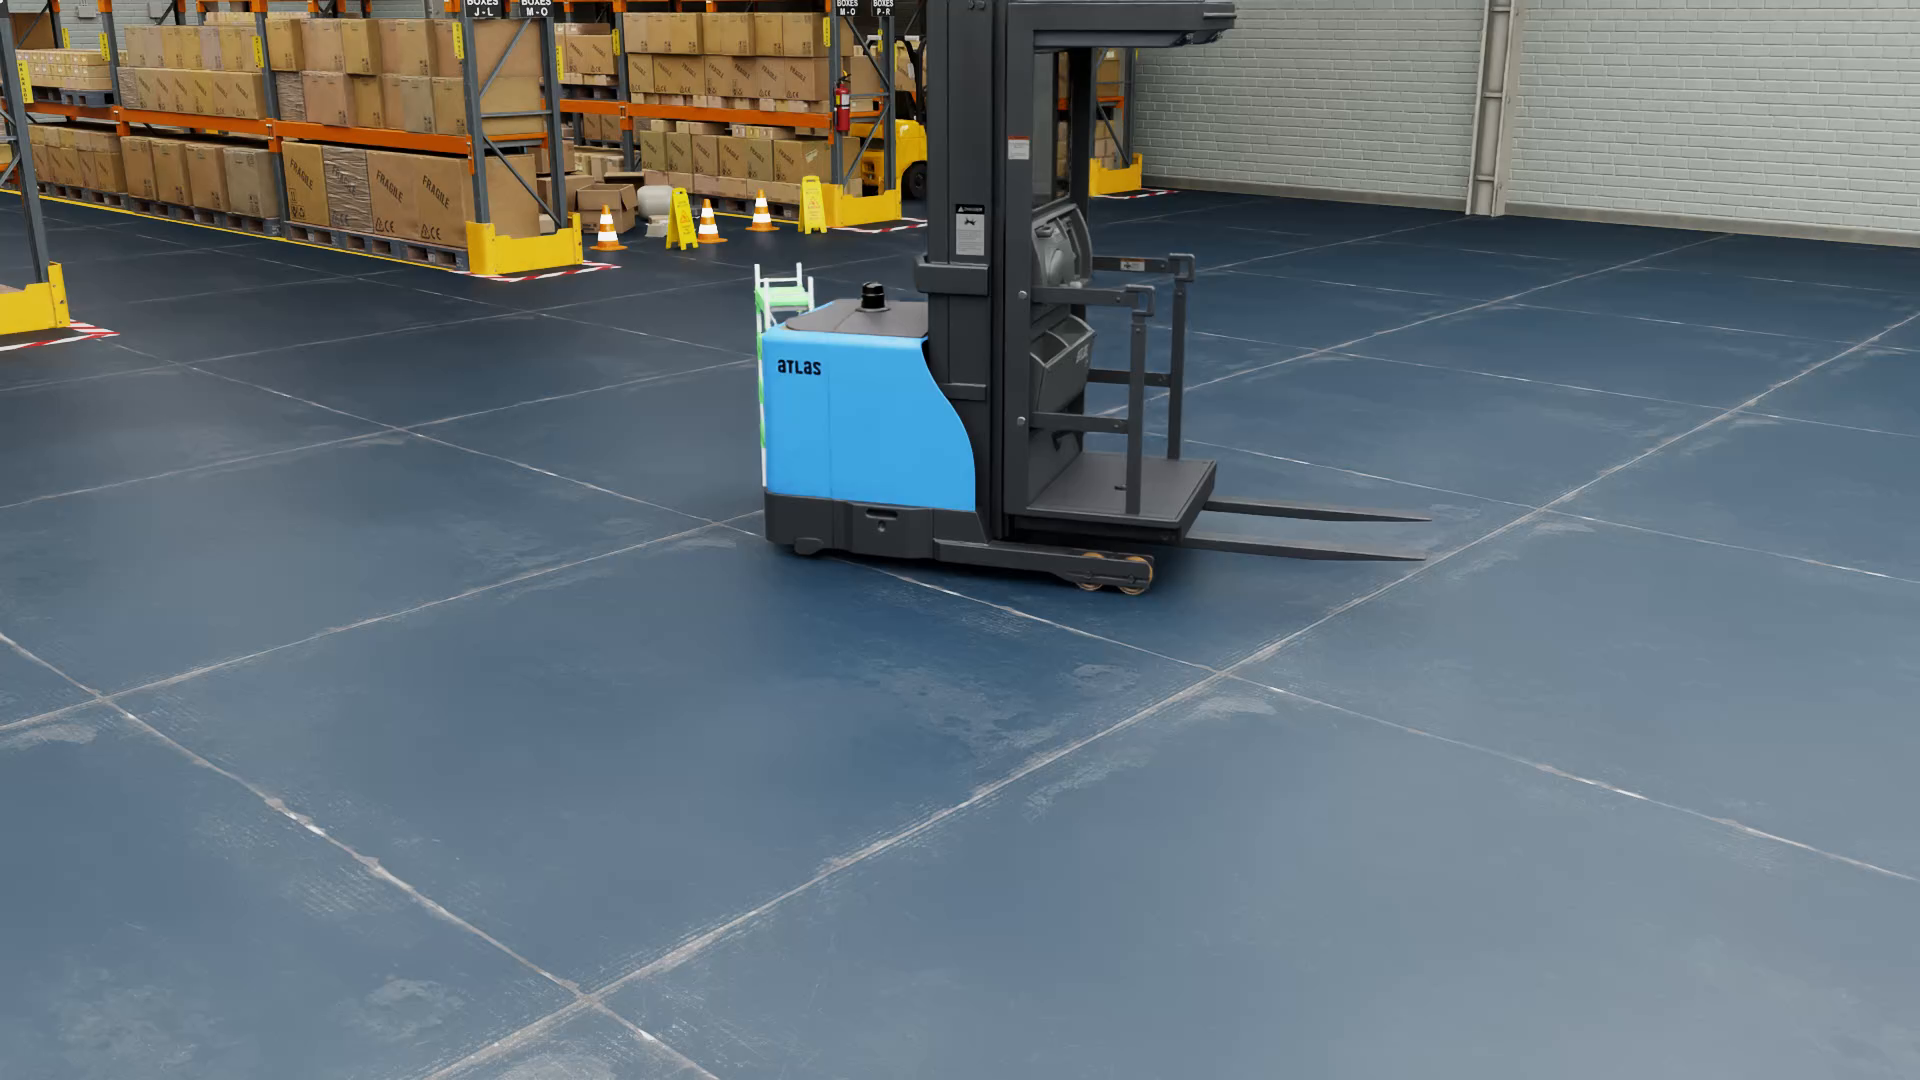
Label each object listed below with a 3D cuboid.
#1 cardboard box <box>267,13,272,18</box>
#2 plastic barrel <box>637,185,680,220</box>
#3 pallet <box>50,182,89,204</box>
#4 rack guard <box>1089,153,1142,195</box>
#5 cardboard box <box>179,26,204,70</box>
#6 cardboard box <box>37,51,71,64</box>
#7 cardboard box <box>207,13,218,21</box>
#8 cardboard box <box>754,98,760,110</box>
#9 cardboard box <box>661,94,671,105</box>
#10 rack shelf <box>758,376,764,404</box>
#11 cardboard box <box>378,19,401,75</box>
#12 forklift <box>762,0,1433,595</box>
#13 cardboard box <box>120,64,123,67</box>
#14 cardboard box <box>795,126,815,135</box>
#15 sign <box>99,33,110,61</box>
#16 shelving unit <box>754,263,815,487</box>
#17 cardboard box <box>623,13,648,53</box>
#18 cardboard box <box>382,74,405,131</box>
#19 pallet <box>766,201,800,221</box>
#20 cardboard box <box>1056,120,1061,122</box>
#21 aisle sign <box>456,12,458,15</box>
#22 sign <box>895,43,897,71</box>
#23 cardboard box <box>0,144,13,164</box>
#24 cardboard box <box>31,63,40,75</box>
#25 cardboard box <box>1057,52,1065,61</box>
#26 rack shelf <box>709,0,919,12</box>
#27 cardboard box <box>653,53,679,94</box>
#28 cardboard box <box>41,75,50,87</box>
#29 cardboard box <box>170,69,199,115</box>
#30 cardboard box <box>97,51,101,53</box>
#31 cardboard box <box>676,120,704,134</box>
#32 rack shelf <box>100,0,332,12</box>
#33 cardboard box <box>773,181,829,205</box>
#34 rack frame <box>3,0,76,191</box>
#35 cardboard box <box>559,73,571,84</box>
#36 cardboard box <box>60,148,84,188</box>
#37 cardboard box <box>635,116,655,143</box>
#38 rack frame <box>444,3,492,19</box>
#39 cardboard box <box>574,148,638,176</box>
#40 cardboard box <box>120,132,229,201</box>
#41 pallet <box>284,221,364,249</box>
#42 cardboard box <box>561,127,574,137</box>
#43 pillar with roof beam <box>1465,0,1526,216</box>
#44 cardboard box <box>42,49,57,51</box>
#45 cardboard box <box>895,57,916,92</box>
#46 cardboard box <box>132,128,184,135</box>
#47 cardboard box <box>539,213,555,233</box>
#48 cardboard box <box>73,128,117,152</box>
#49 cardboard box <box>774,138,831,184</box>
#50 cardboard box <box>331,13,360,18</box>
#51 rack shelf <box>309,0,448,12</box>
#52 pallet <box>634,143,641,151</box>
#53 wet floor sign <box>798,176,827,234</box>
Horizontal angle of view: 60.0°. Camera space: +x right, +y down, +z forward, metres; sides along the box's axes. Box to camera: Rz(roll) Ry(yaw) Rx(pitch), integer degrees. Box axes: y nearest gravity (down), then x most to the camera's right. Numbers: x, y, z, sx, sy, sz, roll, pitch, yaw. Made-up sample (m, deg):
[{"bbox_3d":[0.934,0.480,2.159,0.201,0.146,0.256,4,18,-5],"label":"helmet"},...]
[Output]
[{"bbox_3d":[-11.495,-8.823,28.062,0.250,0.149,0.380,14,23,38],"label":"cardboard box"},{"bbox_3d":[-3.714,-4.163,20.530,0.512,0.421,0.421,-3,18,-8],"label":"plastic barrel"},{"bbox_3d":[-11.849,-4.858,23.070,1.213,0.211,1.003,15,23,39],"label":"pallet"},{"bbox_3d":[2.146,-5.246,23.817,0.348,0.500,1.175,15,23,39],"label":"rack guard"},{"bbox_3d":[-8.881,-5.910,19.959,0.500,0.500,0.700,15,23,39],"label":"cardboard box"},{"bbox_3d":[-11.994,-6.404,22.069,0.250,0.149,0.380,17,24,42],"label":"cardboard box"},{"bbox_3d":[-13.049,-9.231,29.349,0.250,0.149,0.380,16,23,40],"label":"cardboard box"},{"bbox_3d":[-2.337,-5.436,20.697,0.250,0.149,0.380,15,23,40],"label":"cardboard box"},{"bbox_3d":[-3.691,-5.781,21.784,0.250,0.149,0.380,15,23,39],"label":"cardboard box"},{"bbox_3d":[-0.901,-0.738,8.665,0.258,0.148,0.480,-4,18,-11],"label":"rack shelf"},{"bbox_3d":[-5.427,-5.081,17.130,0.550,0.550,0.875,15,23,39],"label":"cardboard box"},{"bbox_3d":[0.651,-1.336,7.475,3.031,2.935,1.130,5,18,16],"label":"forklift"},{"bbox_3d":[-10.992,-6.256,22.096,0.250,0.149,0.380,14,22,38],"label":"cardboard box"},{"bbox_3d":[-2.400,-6.724,27.573,0.625,0.625,0.875,14,22,37],"label":"cardboard box"},{"bbox_3d":[-10.711,-6.174,20.825,0.005,0.325,0.100,15,23,39],"label":"sign"},{"bbox_3d":[-0.901,-0.799,8.646,0.258,1.200,0.503,-4,18,-11],"label":"shelving unit"},{"bbox_3d":[-3.970,-6.651,21.799,0.500,0.500,0.700,15,23,39],"label":"cardboard box"},{"bbox_3d":[-5.443,-4.561,17.276,0.550,0.550,0.875,15,23,39],"label":"cardboard box"},{"bbox_3d":[-1.805,-4.176,20.922,1.213,0.211,1.003,15,23,39],"label":"pallet"},{"bbox_3d":[1.191,-5.932,24.043,0.500,0.250,0.500,16,23,40],"label":"cardboard box"},{"bbox_3d":[-10.085,-10.842,33.017,0.004,0.787,0.394,15,23,39],"label":"aisle sign"},{"bbox_3d":[-0.804,-5.854,20.169,0.005,0.325,0.100,15,23,39],"label":"sign"},{"bbox_3d":[-7.797,-3.068,13.236,0.250,0.149,0.380,15,23,39],"label":"cardboard box"},{"bbox_3d":[-12.189,-6.314,22.276,0.250,0.149,0.380,14,23,38],"label":"cardboard box"},{"bbox_3d":[1.472,-6.850,23.501,0.250,0.149,0.380,16,23,40],"label":"cardboard box"},{"bbox_3d":[-2.360,-8.734,26.905,4.000,0.370,1.077,15,23,39],"label":"rack shelf"},{"bbox_3d":[-3.621,-6.065,21.605,0.500,0.500,0.500,15,23,39],"label":"cardboard box"},{"bbox_3d":[-11.987,-6.119,22.155,0.250,0.149,0.380,16,24,41],"label":"cardboard box"},{"bbox_3d":[-9.071,-5.378,19.934,0.500,0.500,0.500,15,23,39],"label":"cardboard box"},{"bbox_3d":[-11.359,-6.496,22.360,0.250,0.149,0.380,16,24,42],"label":"cardboard box"},{"bbox_3d":[-3.454,-5.357,21.573,0.250,0.149,0.380,16,24,41],"label":"cardboard box"},{"bbox_3d":[-8.862,-6.470,19.771,4.000,0.370,1.077,15,23,39],"label":"rack shelf"},{"bbox_3d":[-1.965,-4.315,20.600,0.500,0.250,0.500,15,23,39],"label":"cardboard box"},{"bbox_3d":[-13.349,-6.588,23.912,0.127,3.000,1.000,15,23,39],"label":"rack frame"},{"bbox_3d":[-5.319,-6.394,23.022,0.250,0.149,0.380,15,23,40],"label":"cardboard box"},{"bbox_3d":[-11.815,-5.074,22.580,0.500,0.500,0.500,14,22,37],"label":"cardboard box"},{"bbox_3d":[-5.476,-7.401,29.912,0.500,0.500,0.500,14,22,37],"label":"cardboard box"},{"bbox_3d":[-9.839,-9.655,33.576,0.127,3.000,1.000,15,23,39],"label":"rack frame"},{"bbox_3d":[-5.090,-5.318,23.560,0.950,0.372,0.625,-17,24,-42],"label":"cardboard box"},{"bbox_3d":[-9.962,-4.770,21.209,0.750,0.750,1.050,15,23,39],"label":"cardboard box"},{"bbox_3d":[-6.849,-3.482,18.735,1.213,0.211,1.003,15,23,39],"label":"pallet"},{"bbox_3d":[-7.459,-7.739,31.556,0.250,0.149,0.380,14,22,38],"label":"cardboard box"},{"bbox_3d":[3.836,-7.467,16.764,0.400,9.000,9.100,15,23,39],"label":"pillar with roof beam"},{"bbox_3d":[-12.718,-6.862,23.512,0.250,0.149,0.380,14,22,38],"label":"cardboard box"},{"bbox_3d":[-0.705,-7.145,25.502,0.500,0.500,0.500,14,22,38],"label":"cardboard box"},{"bbox_3d":[-10.712,-5.344,22.191,0.500,0.250,0.500,14,22,37],"label":"cardboard box"},{"bbox_3d":[-4.858,-3.750,19.490,0.396,0.266,0.258,-13,22,-36],"label":"cardboard box"},{"bbox_3d":[-11.428,-5.328,22.140,0.500,0.250,0.500,15,23,40],"label":"cardboard box"},{"bbox_3d":[-1.936,-4.668,20.473,0.500,0.500,0.500,15,23,40],"label":"cardboard box"},{"bbox_3d":[-10.203,-8.684,27.625,0.250,0.149,0.380,15,23,38],"label":"cardboard box"},{"bbox_3d":[-8.643,-8.414,25.894,4.000,0.370,1.077,15,23,39],"label":"rack shelf"},{"bbox_3d":[-5.297,-7.123,30.208,1.213,0.211,1.003,15,23,39],"label":"pallet"},{"bbox_3d":[-1.732,-3.917,19.386,0.267,0.644,0.232,-9,20,-27],"label":"wet floor sign"}]
